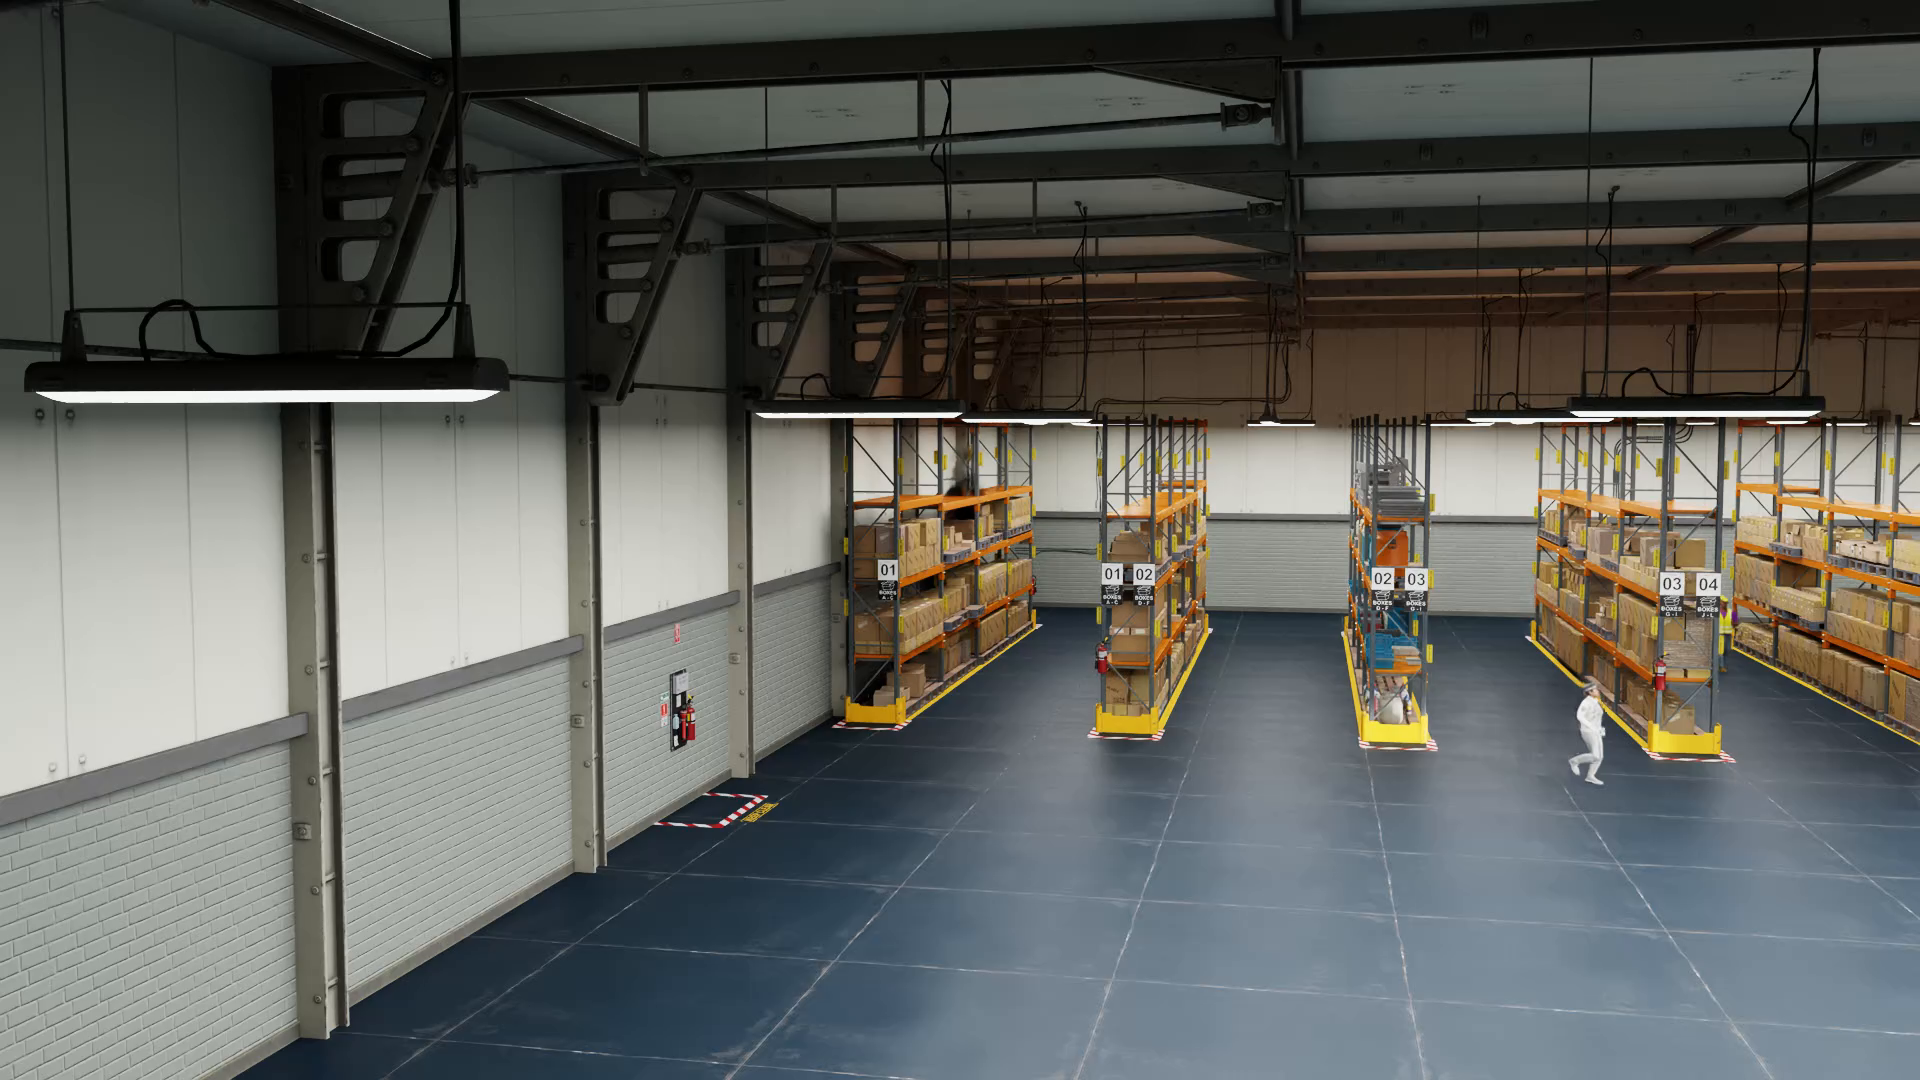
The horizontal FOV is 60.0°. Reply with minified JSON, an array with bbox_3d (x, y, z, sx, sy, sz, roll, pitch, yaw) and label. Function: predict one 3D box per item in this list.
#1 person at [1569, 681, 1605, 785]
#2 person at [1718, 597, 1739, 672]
[{"bbox_3d":[10.162,3.107,26.940,0.552,1.674,0.615,3,5,40],"label":"person"},{"bbox_3d":[18.018,2.217,39.284,0.710,1.745,0.968,1,4,10],"label":"person"}]
